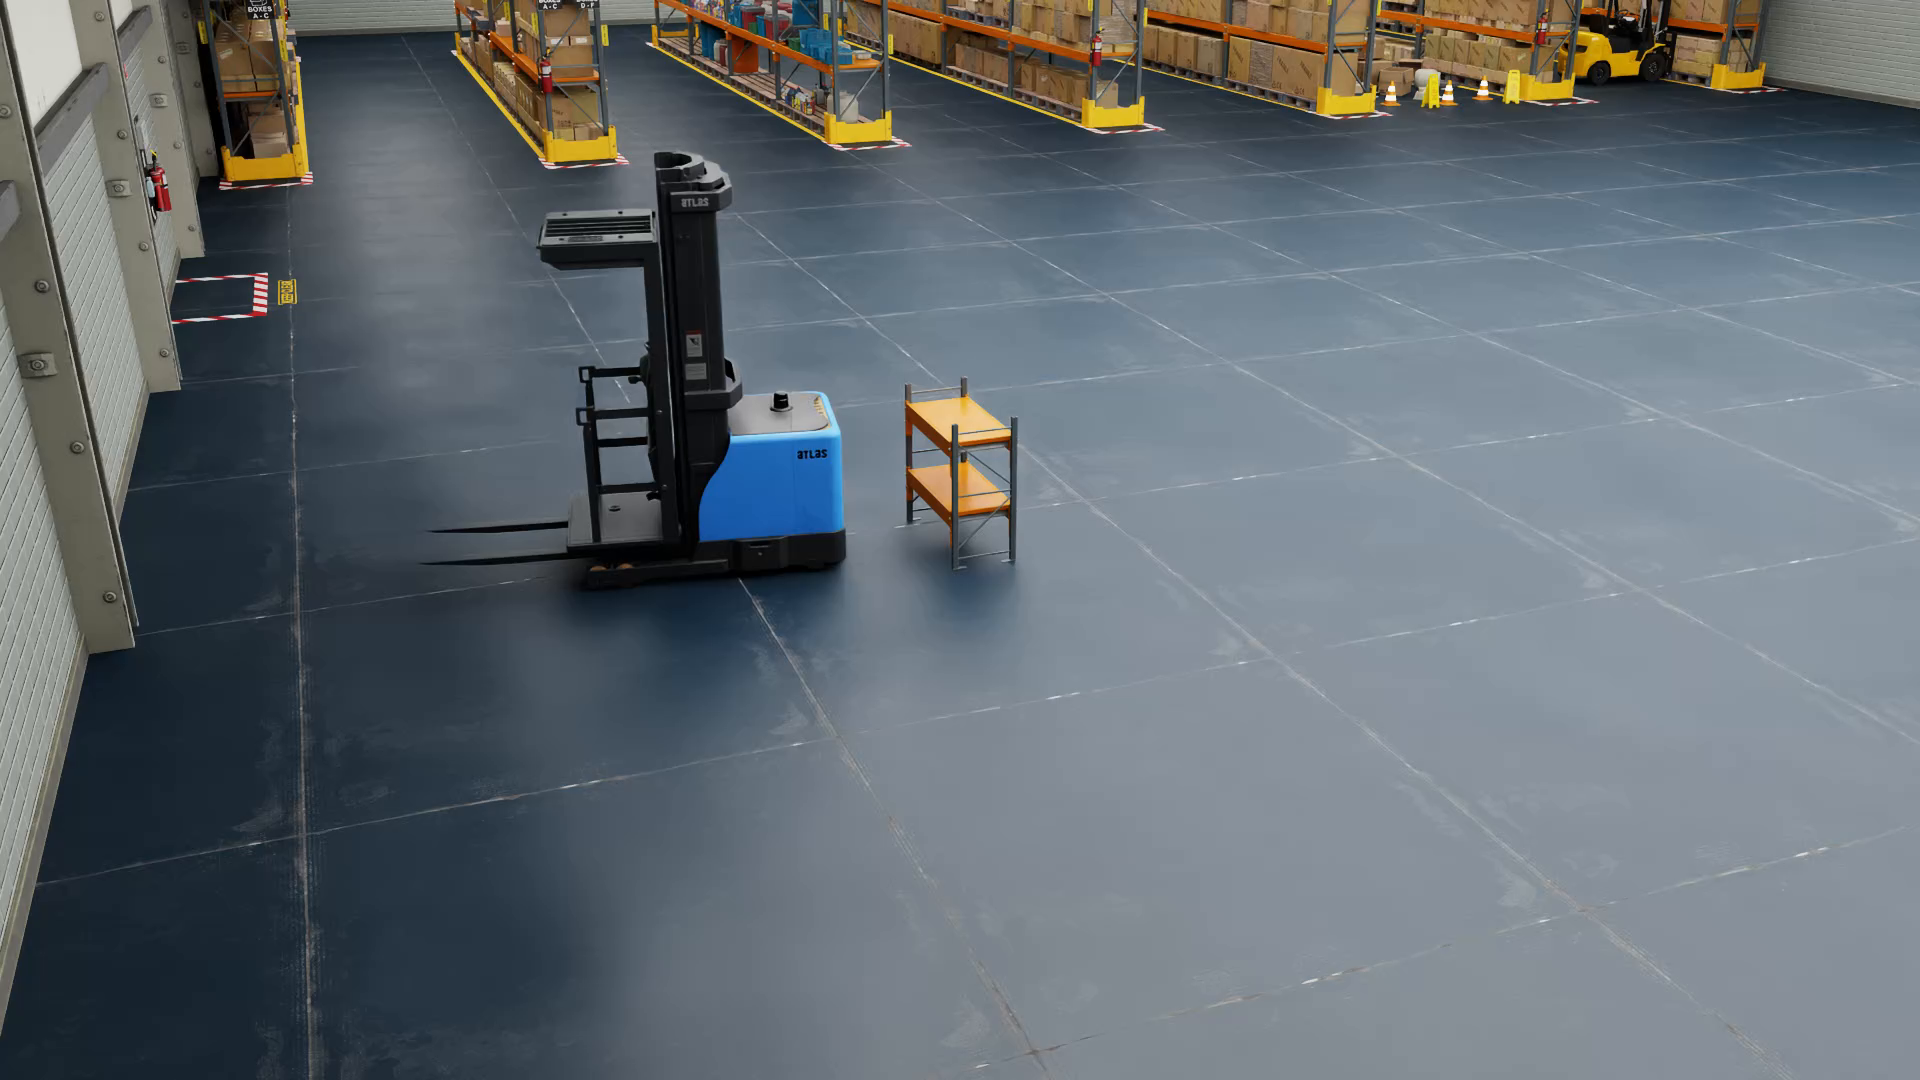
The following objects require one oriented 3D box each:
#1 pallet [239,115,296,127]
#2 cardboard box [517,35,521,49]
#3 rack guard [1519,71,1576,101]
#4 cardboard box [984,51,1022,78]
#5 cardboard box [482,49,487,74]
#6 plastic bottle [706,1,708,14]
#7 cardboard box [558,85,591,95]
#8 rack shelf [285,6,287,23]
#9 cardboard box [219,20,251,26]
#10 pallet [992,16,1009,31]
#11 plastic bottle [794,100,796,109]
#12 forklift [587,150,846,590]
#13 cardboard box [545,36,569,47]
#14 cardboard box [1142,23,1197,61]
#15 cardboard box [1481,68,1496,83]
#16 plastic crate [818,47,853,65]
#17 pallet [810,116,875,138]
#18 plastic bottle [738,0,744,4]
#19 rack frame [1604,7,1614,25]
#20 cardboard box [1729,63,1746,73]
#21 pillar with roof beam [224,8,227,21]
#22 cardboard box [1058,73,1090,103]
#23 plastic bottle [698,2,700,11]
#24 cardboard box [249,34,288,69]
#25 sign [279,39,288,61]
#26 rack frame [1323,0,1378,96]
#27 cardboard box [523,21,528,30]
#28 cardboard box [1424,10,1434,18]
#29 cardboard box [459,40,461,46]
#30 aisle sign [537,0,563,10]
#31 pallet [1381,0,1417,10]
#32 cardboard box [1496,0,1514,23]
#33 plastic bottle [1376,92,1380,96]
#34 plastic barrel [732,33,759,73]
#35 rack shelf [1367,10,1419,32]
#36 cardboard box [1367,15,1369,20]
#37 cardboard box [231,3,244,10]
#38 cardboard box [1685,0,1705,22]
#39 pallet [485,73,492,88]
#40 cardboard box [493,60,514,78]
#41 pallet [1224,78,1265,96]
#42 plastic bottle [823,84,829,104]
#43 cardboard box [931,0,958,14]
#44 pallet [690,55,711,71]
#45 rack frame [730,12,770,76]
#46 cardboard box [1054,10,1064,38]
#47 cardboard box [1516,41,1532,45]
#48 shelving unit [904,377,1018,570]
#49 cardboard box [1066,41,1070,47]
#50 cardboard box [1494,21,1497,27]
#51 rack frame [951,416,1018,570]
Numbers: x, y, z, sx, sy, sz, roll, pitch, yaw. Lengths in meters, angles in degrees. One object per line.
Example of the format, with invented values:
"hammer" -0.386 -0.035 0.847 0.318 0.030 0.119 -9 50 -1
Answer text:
"pallet" -12.697 -7.575 30.451 1.003 0.211 1.213 -8 24 -19
"cardboard box" -8.270 -9.491 31.578 0.396 0.266 0.258 -9 24 -20
"rack guard" 12.139 -9.398 34.404 1.175 0.500 0.348 -8 24 -19
"cardboard box" 0.936 -10.272 35.912 0.700 0.500 0.500 -11 25 -24
"cardboard box" -10.124 -10.448 36.329 0.500 0.500 0.500 -9 25 -21
"plastic bottle" -5.713 -12.062 37.671 0.097 0.271 0.097 0 23 0
"cardboard box" -6.723 -7.664 29.105 0.500 0.500 0.500 -8 24 -19
"rack shelf" -15.953 -11.879 37.999 1.077 0.370 4.000 -8 24 -19
"cardboard box" -12.450 -8.664 28.645 0.500 0.500 0.500 -9 24 -20
"pallet" 1.347 -10.825 34.819 1.003 0.211 1.213 -8 24 -19
"plastic bottle" -3.111 -8.325 31.676 0.097 0.201 0.097 0 23 0
"forklift" -2.407 -1.217 11.865 3.031 2.935 1.130 -4 23 -10
"cardboard box" -6.688 -8.263 27.528 0.380 0.149 0.250 -9 24 -20
"cardboard box" 4.875 -11.637 38.853 1.050 0.750 0.750 -9 24 -20
"cardboard box" 11.453 -9.895 35.364 0.500 0.250 0.500 -8 24 -19
"plastic crate" -2.196 -8.556 29.378 0.499 0.251 0.616 -8 24 -19
"pallet" -2.092 -7.515 30.309 1.003 0.211 1.213 -8 24 -19
"plastic bottle" -4.958 -12.131 37.734 0.144 0.351 0.185 -8 24 -19
"rack frame" 15.392 -12.658 38.920 0.949 2.616 0.053 -8 24 -19
"cardboard box" 16.817 -10.337 36.412 0.500 0.250 0.500 -8 24 -19
"pillar with roof beam" -14.395 -17.155 41.866 9.100 9.000 0.400 -8 24 -19
"cardboard box" 2.243 -8.876 32.625 0.500 0.500 0.500 -6 24 -14
"plastic bottle" -5.992 -12.317 38.367 0.097 0.201 0.097 0 23 0
"cardboard box" -11.060 -7.805 26.608 0.500 0.500 0.500 -8 24 -19
"sign" -10.500 -7.597 25.799 0.100 0.325 0.005 -8 24 -19
"rack frame" 7.570 -9.807 32.155 1.000 3.000 0.127 -8 24 -19
"cardboard box" -7.598 -9.199 29.750 0.380 0.149 0.250 -9 24 -19
"cardboard box" 10.564 -11.702 36.975 0.380 0.149 0.250 -8 24 -19
"cardboard box" -12.200 -12.308 41.195 0.380 0.149 0.250 -8 24 -19
"aisle sign" -6.626 -8.939 26.749 0.394 0.787 0.004 -8 24 -19
"pallet" 10.077 -12.627 39.094 1.003 0.211 1.213 -8 24 -19
"cardboard box" 11.543 -11.048 34.588 0.500 0.500 0.500 -8 24 -19
"plastic bottle" 8.664 -9.374 34.913 0.133 0.061 0.283 -18 29 -37
"plastic barrel" -4.754 -10.759 36.668 0.600 0.830 0.708 -8 24 -19
"rack shelf" 10.046 -12.371 39.166 1.077 0.370 4.000 -8 24 -19
"cardboard box" 11.915 -15.132 47.467 0.700 0.500 0.500 -9 25 -21
"cardboard box" -13.658 -10.110 32.180 0.700 0.500 0.500 -11 25 -25
"cardboard box" 16.214 -11.584 36.242 0.500 0.500 0.500 -8 24 -17
"pallet" -9.856 -10.146 36.550 1.003 0.211 1.213 -8 24 -19
"cardboard box" -9.290 -9.666 34.099 0.500 0.311 0.500 -7 24 -17
"pallet" 6.353 -9.688 35.464 1.003 0.211 1.213 -8 24 -19
"plastic bottle" -2.587 -8.655 32.266 0.144 0.351 0.185 -10 25 -22
"cardboard box" -0.338 -12.261 37.849 0.500 0.500 0.500 -8 24 -17
"pallet" -5.745 -11.272 39.223 1.003 0.211 1.213 -8 24 -19
"rack frame" -4.562 -11.390 35.913 0.949 2.616 0.053 -8 24 -19
"cardboard box" 2.301 -9.902 31.870 0.875 0.500 0.500 -8 24 -19
"cardboard box" 11.941 -10.323 35.415 0.500 0.500 0.500 -9 25 -21
"shelving unit" -0.002 -0.521 12.537 0.538 1.125 1.048 -8 24 -19
"cardboard box" 2.253 -9.486 31.719 0.380 0.149 0.250 -8 24 -19
"cardboard box" 11.491 -10.888 35.044 0.380 0.149 0.250 -8 24 -18
"rack frame" 0.177 -0.336 12.099 0.500 1.125 0.032 -8 24 -19
